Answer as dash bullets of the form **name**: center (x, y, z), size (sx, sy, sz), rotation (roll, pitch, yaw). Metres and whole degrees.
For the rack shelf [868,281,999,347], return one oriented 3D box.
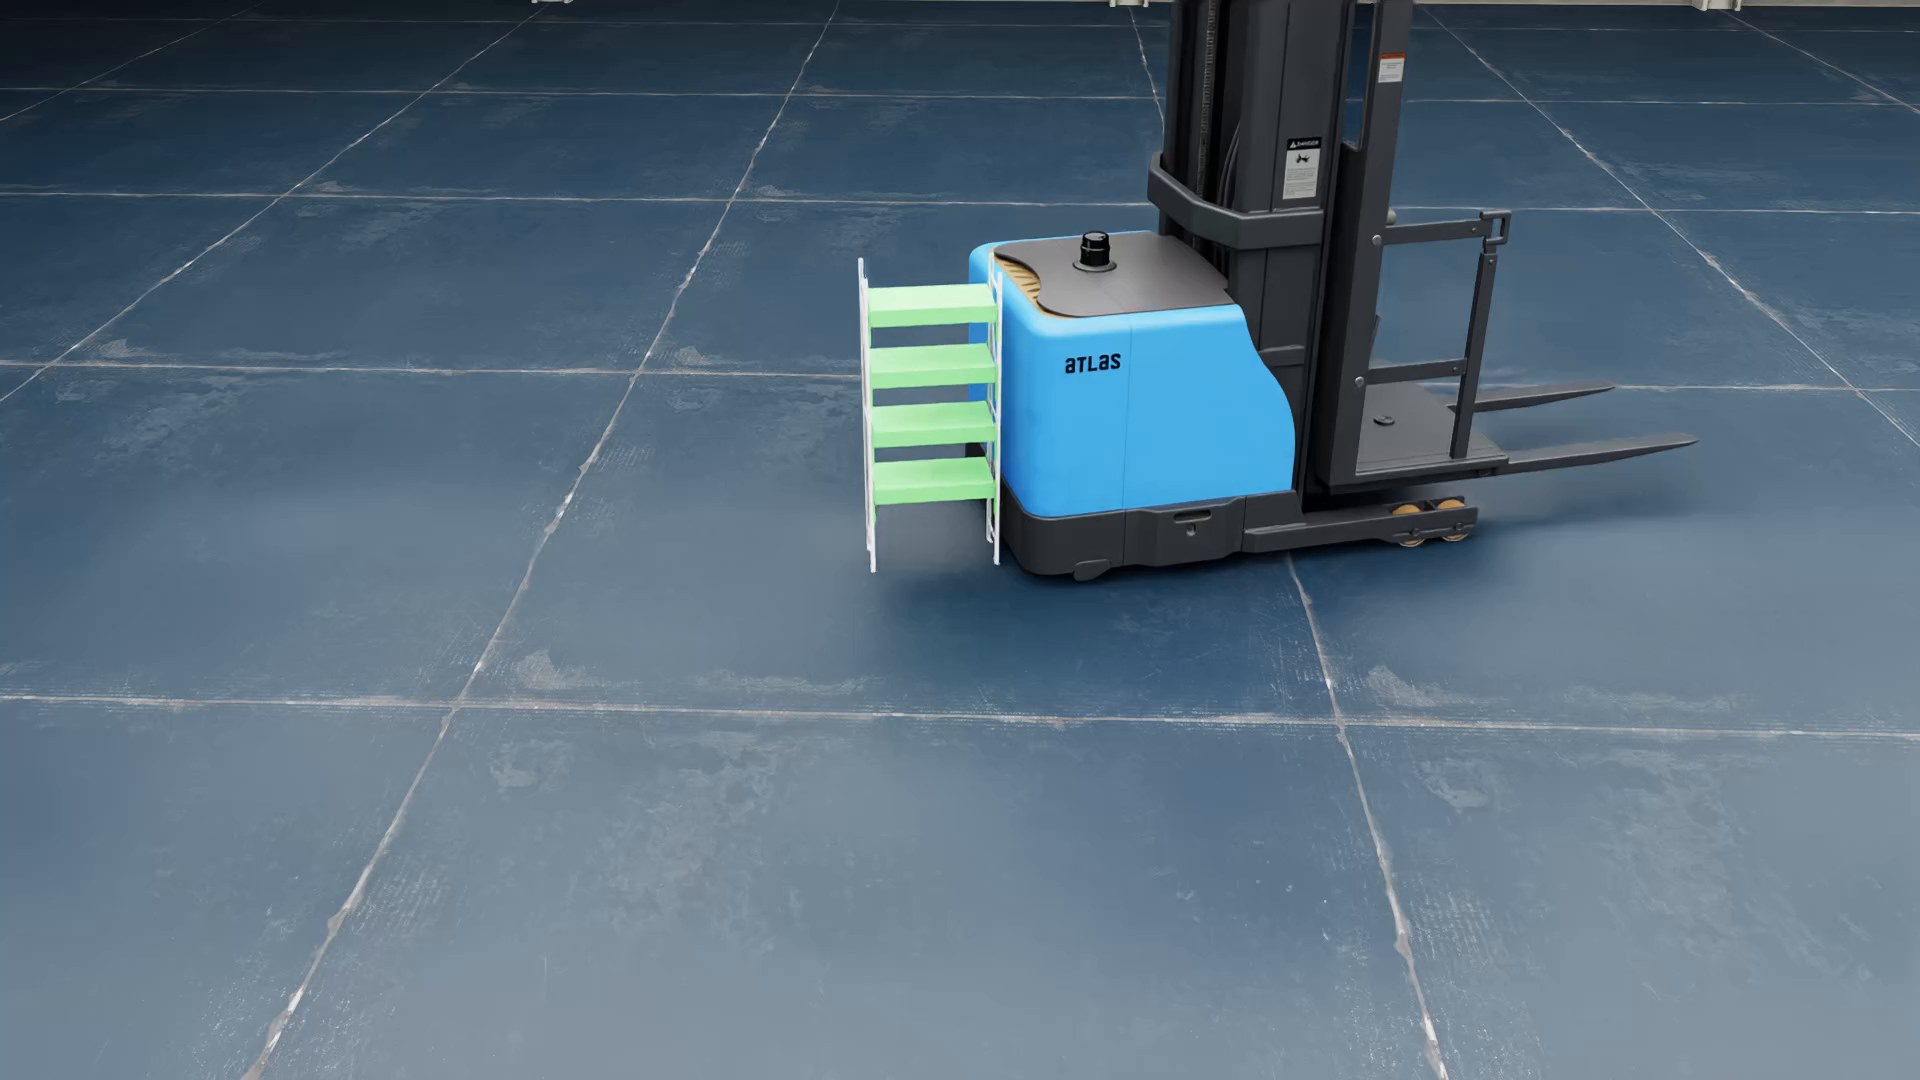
- **rack shelf**: center (-0.112, -0.840, 6.166), size (0.480, 0.148, 0.258), rotation (-4, 28, -7)

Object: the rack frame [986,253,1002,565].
- **rack frame**: center (0.130, -0.488, 6.389), size (0.015, 1.200, 0.240), rotation (-4, 28, -7)

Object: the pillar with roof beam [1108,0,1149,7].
- **pillar with roof beam**: center (1.592, -7.516, 11.320), size (0.400, 9.000, 9.100), rotation (1, 28, 2)

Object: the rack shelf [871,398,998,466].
- **rack shelf**: center (-0.112, -0.416, 6.391), size (0.480, 0.148, 0.258), rotation (-4, 28, -7)

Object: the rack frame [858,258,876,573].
- **rack frame**: center (-0.353, -0.458, 6.333), size (0.015, 1.200, 0.240), rotation (-4, 28, -7)

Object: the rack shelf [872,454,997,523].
- **rack shelf**: center (-0.112, -0.204, 6.503), size (0.480, 0.148, 0.258), rotation (-4, 28, -7)

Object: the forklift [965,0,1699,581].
- **forklift**: center (1.597, -1.499, 6.448), size (3.031, 2.935, 1.130), rotation (-7, 29, -13)

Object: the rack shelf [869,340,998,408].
- **rack shelf**: center (-0.112, -0.628, 6.278), size (0.480, 0.148, 0.258), rotation (-4, 28, -7)

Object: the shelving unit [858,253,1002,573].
- **shelving unit**: center (-0.112, -0.473, 6.361), size (0.503, 1.200, 0.258), rotation (-4, 28, -7)

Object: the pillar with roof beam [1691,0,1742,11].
- **pillar with roof beam**: center (7.588, -7.416, 11.133), size (0.400, 9.000, 9.100), rotation (1, 28, 2)

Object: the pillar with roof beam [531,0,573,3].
- **pillar with roof beam**: center (-4.404, -7.615, 11.507), size (0.400, 9.000, 9.100), rotation (1, 28, 2)
